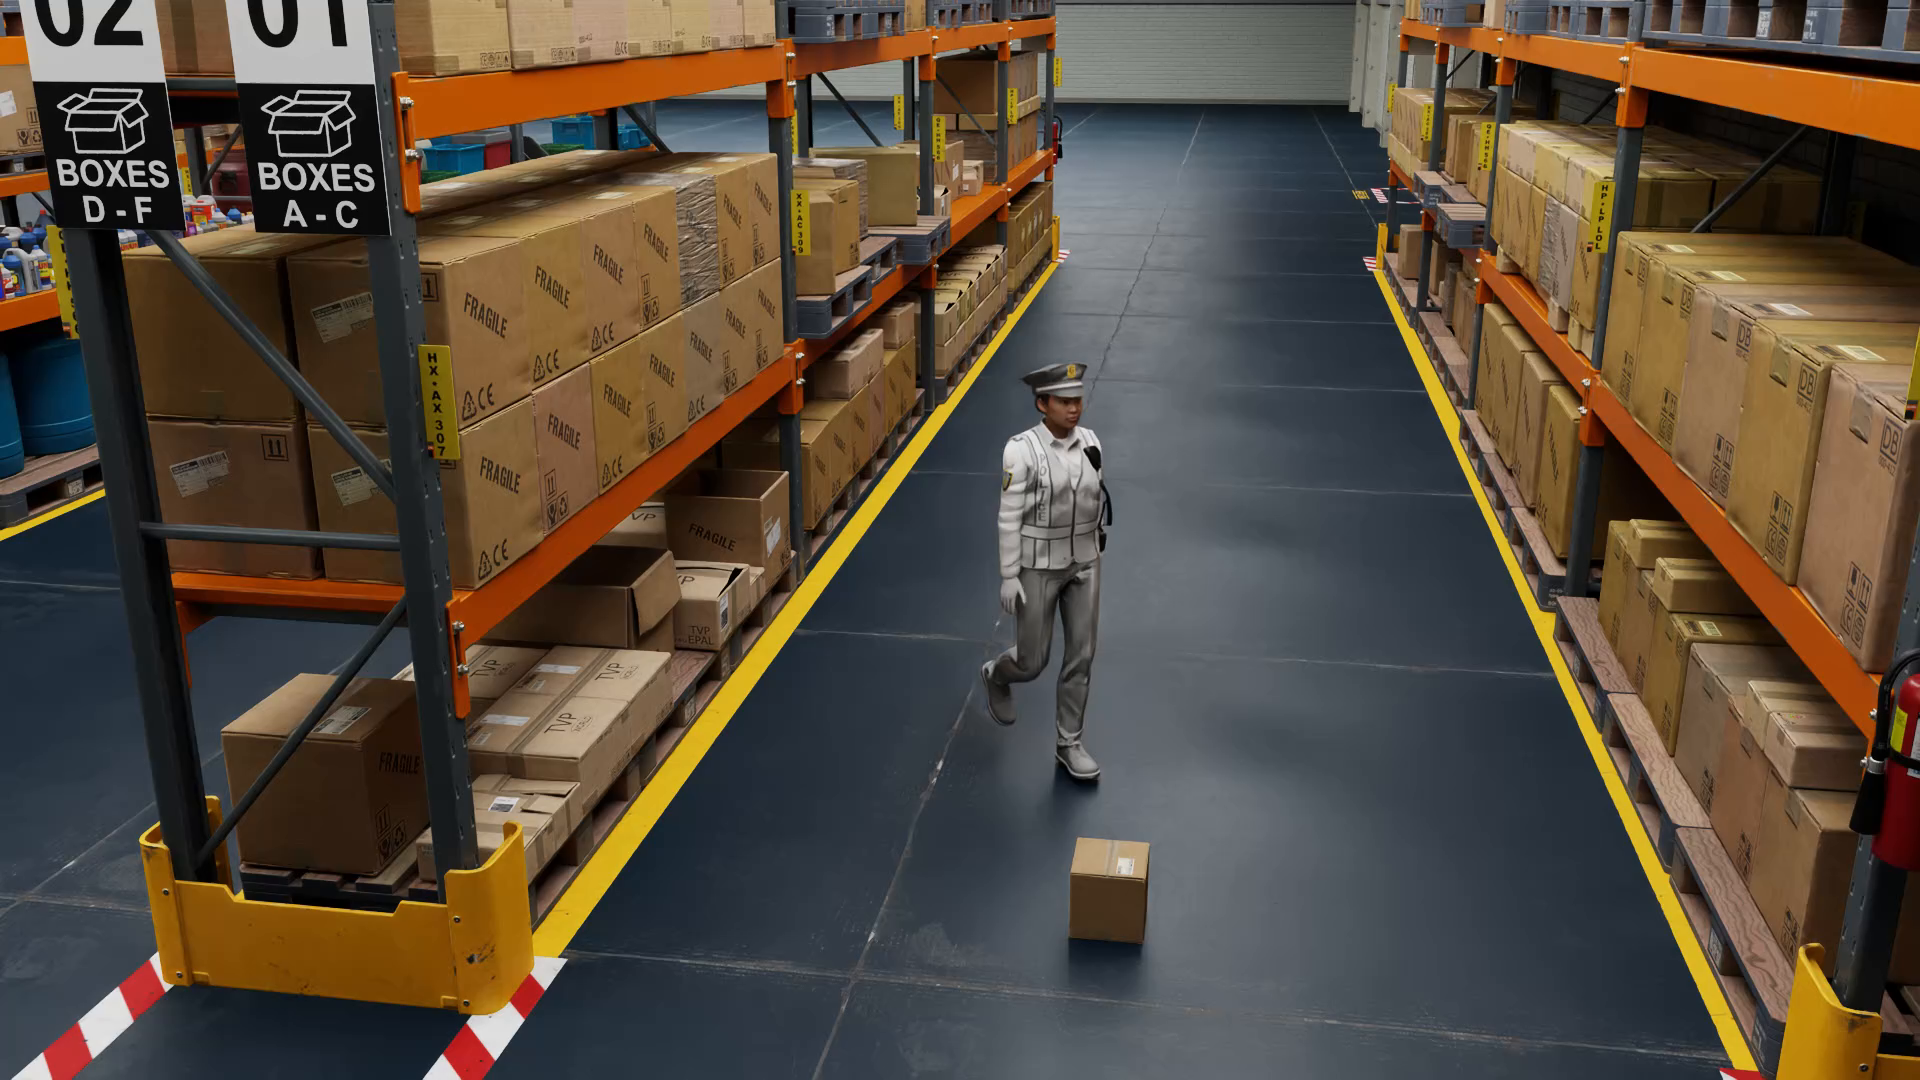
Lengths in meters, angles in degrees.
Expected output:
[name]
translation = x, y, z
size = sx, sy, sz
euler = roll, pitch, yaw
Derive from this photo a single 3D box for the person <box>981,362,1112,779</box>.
[person]
translation = 0.363, 0.089, 6.691
size = 0.493, 1.670, 0.680
euler = -9, 20, -25
